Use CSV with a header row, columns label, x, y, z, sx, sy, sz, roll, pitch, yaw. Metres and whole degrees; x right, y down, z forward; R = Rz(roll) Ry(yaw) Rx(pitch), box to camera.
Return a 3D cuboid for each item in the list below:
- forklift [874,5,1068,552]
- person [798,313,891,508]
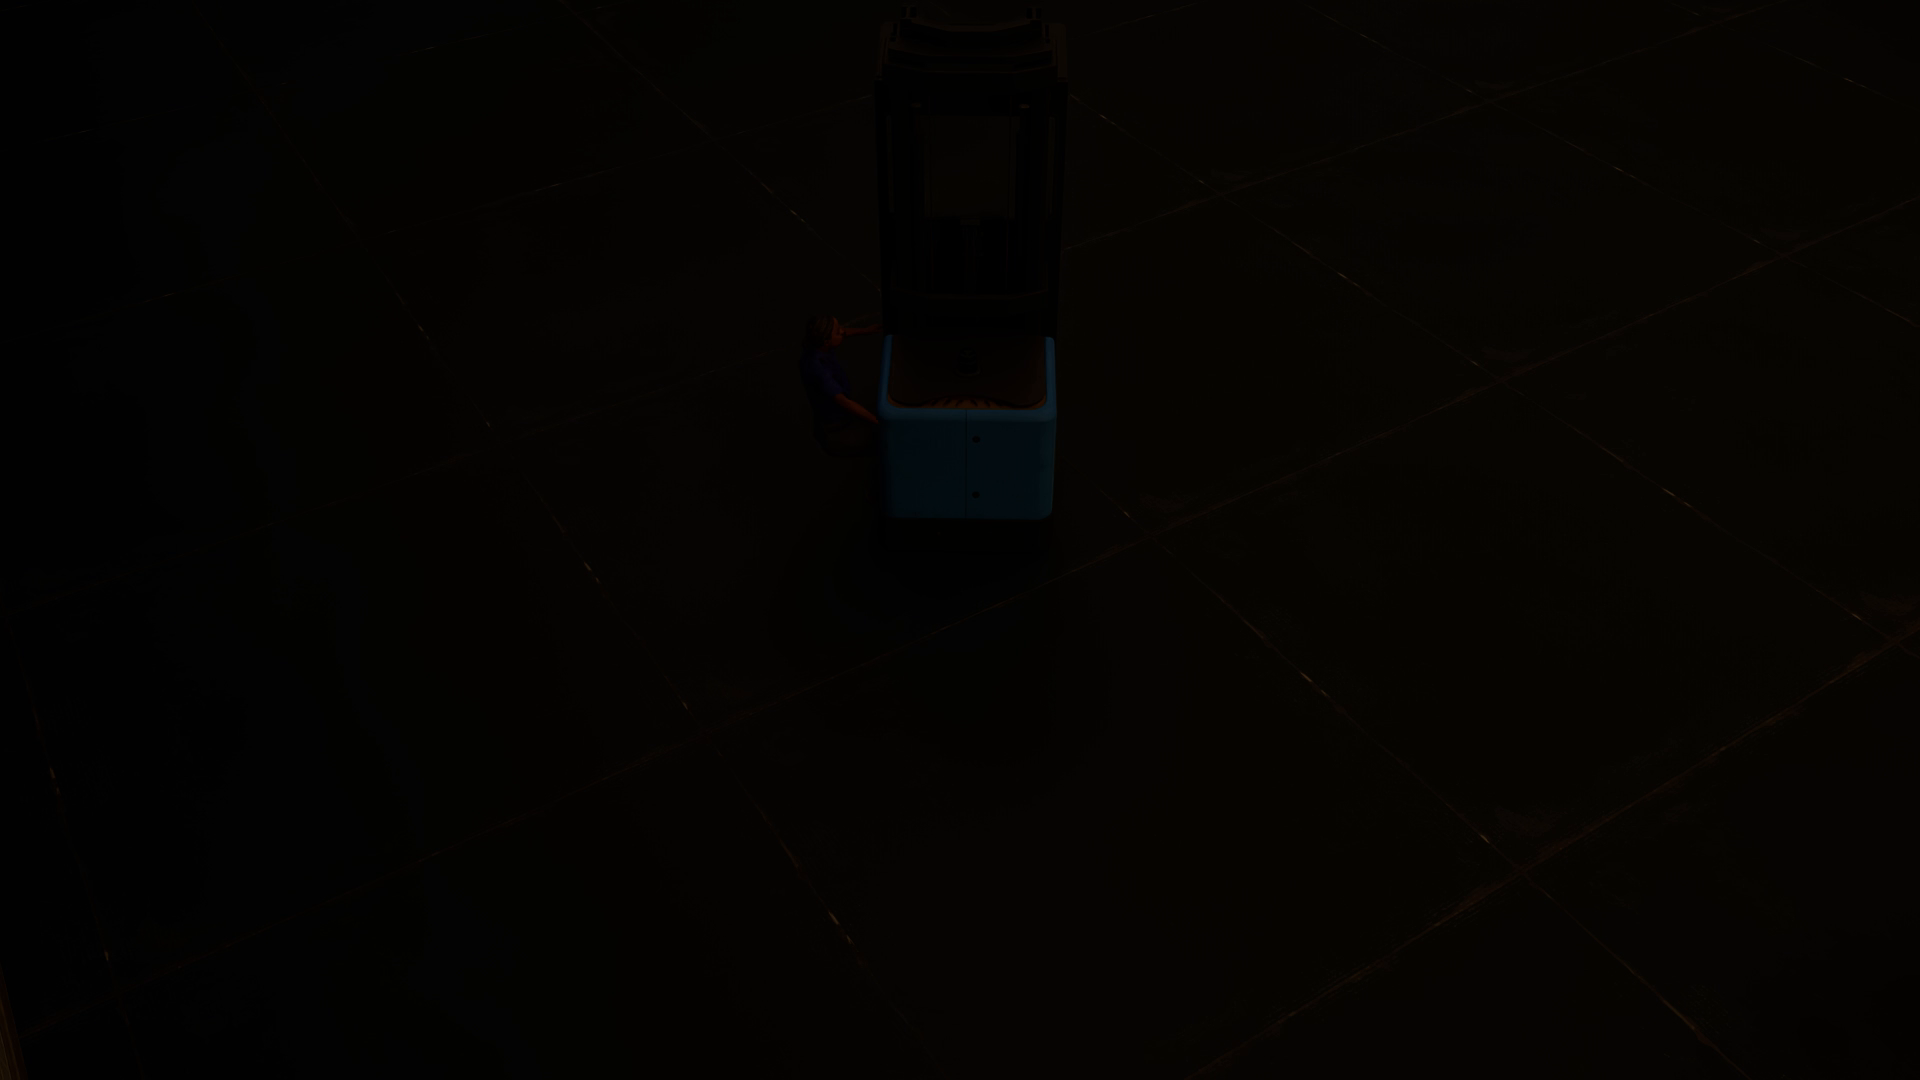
label,x,y,z,sx,sy,sz,roll,pitch,yaw
forklift,0.068,-1.981,10.138,1.130,2.935,3.031,1,41,1
person,-0.523,-0.747,9.866,0.801,1.418,0.964,-17,44,-18
